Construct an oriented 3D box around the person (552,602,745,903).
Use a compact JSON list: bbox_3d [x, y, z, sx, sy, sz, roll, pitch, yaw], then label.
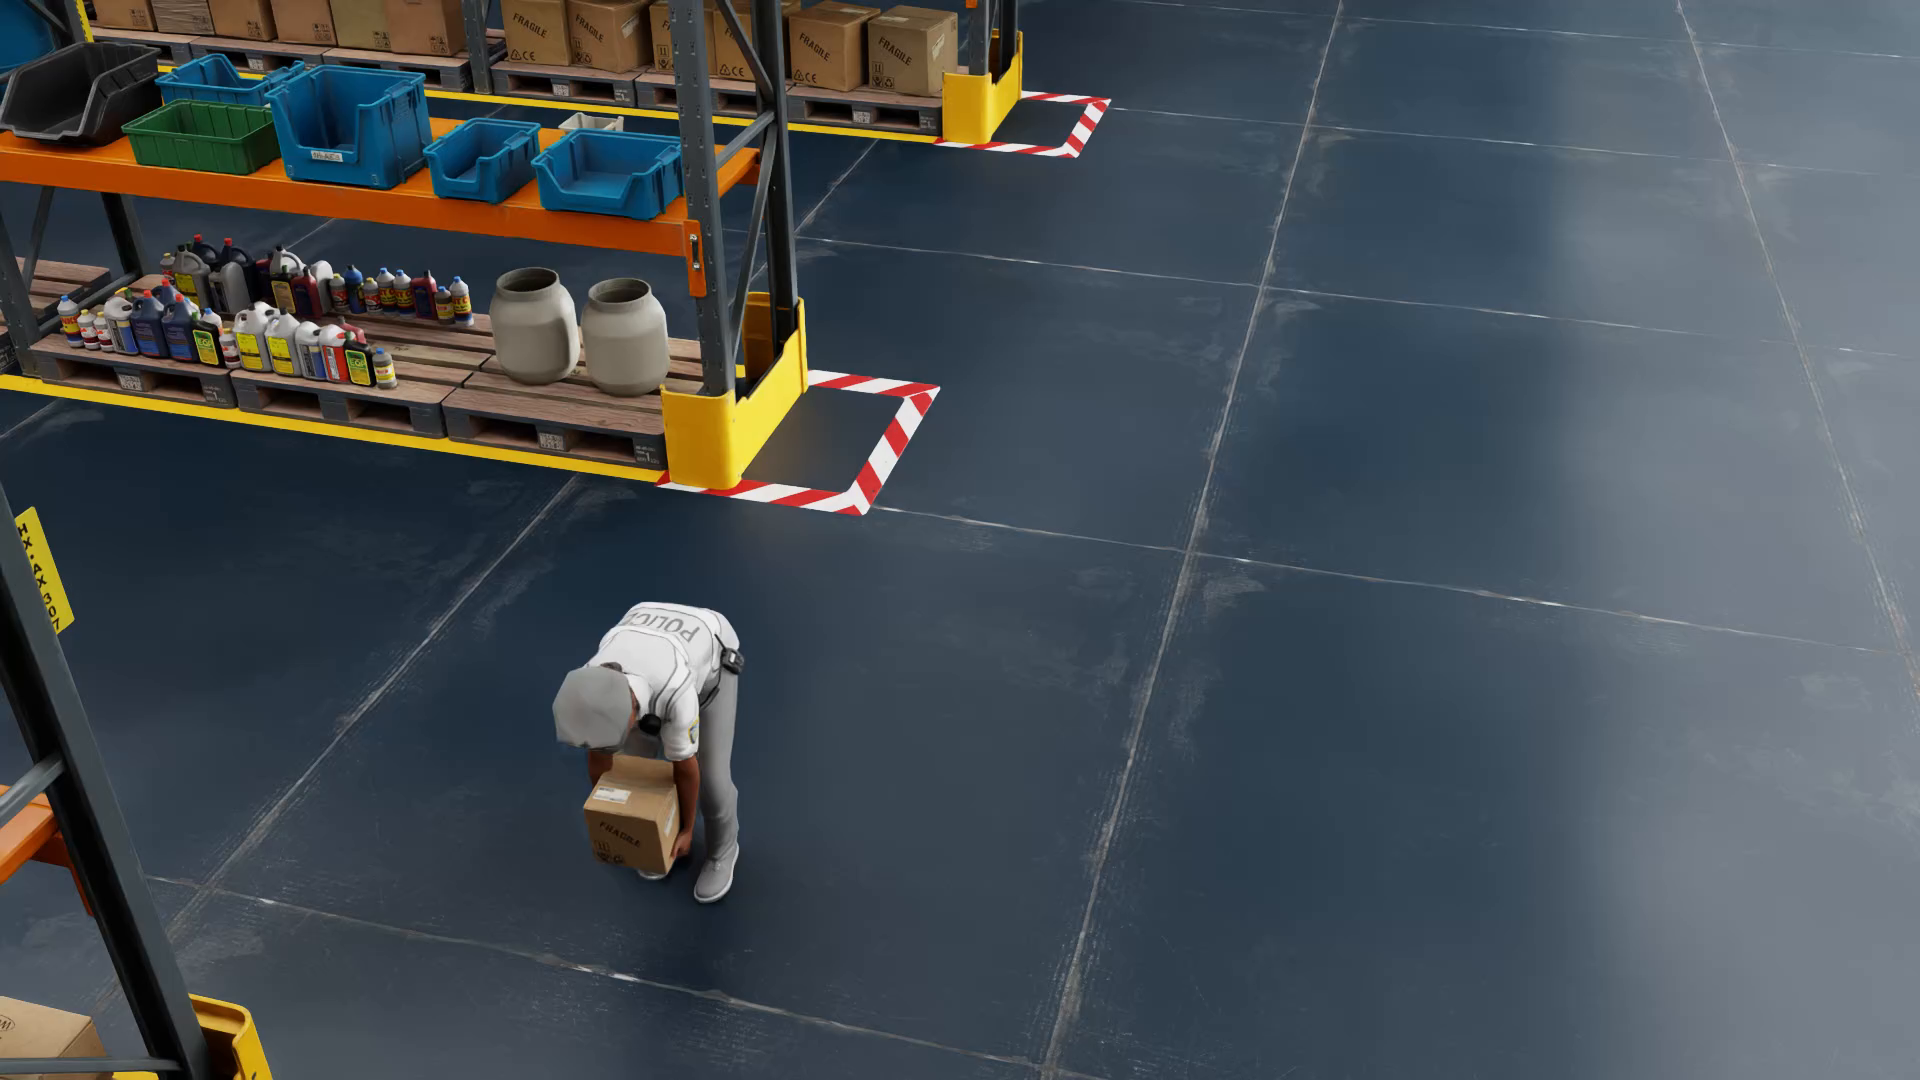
[{"bbox_3d":[-0.988,0.740,5.397,0.417,1.238,0.920,7,34,11],"label":"person"}]
